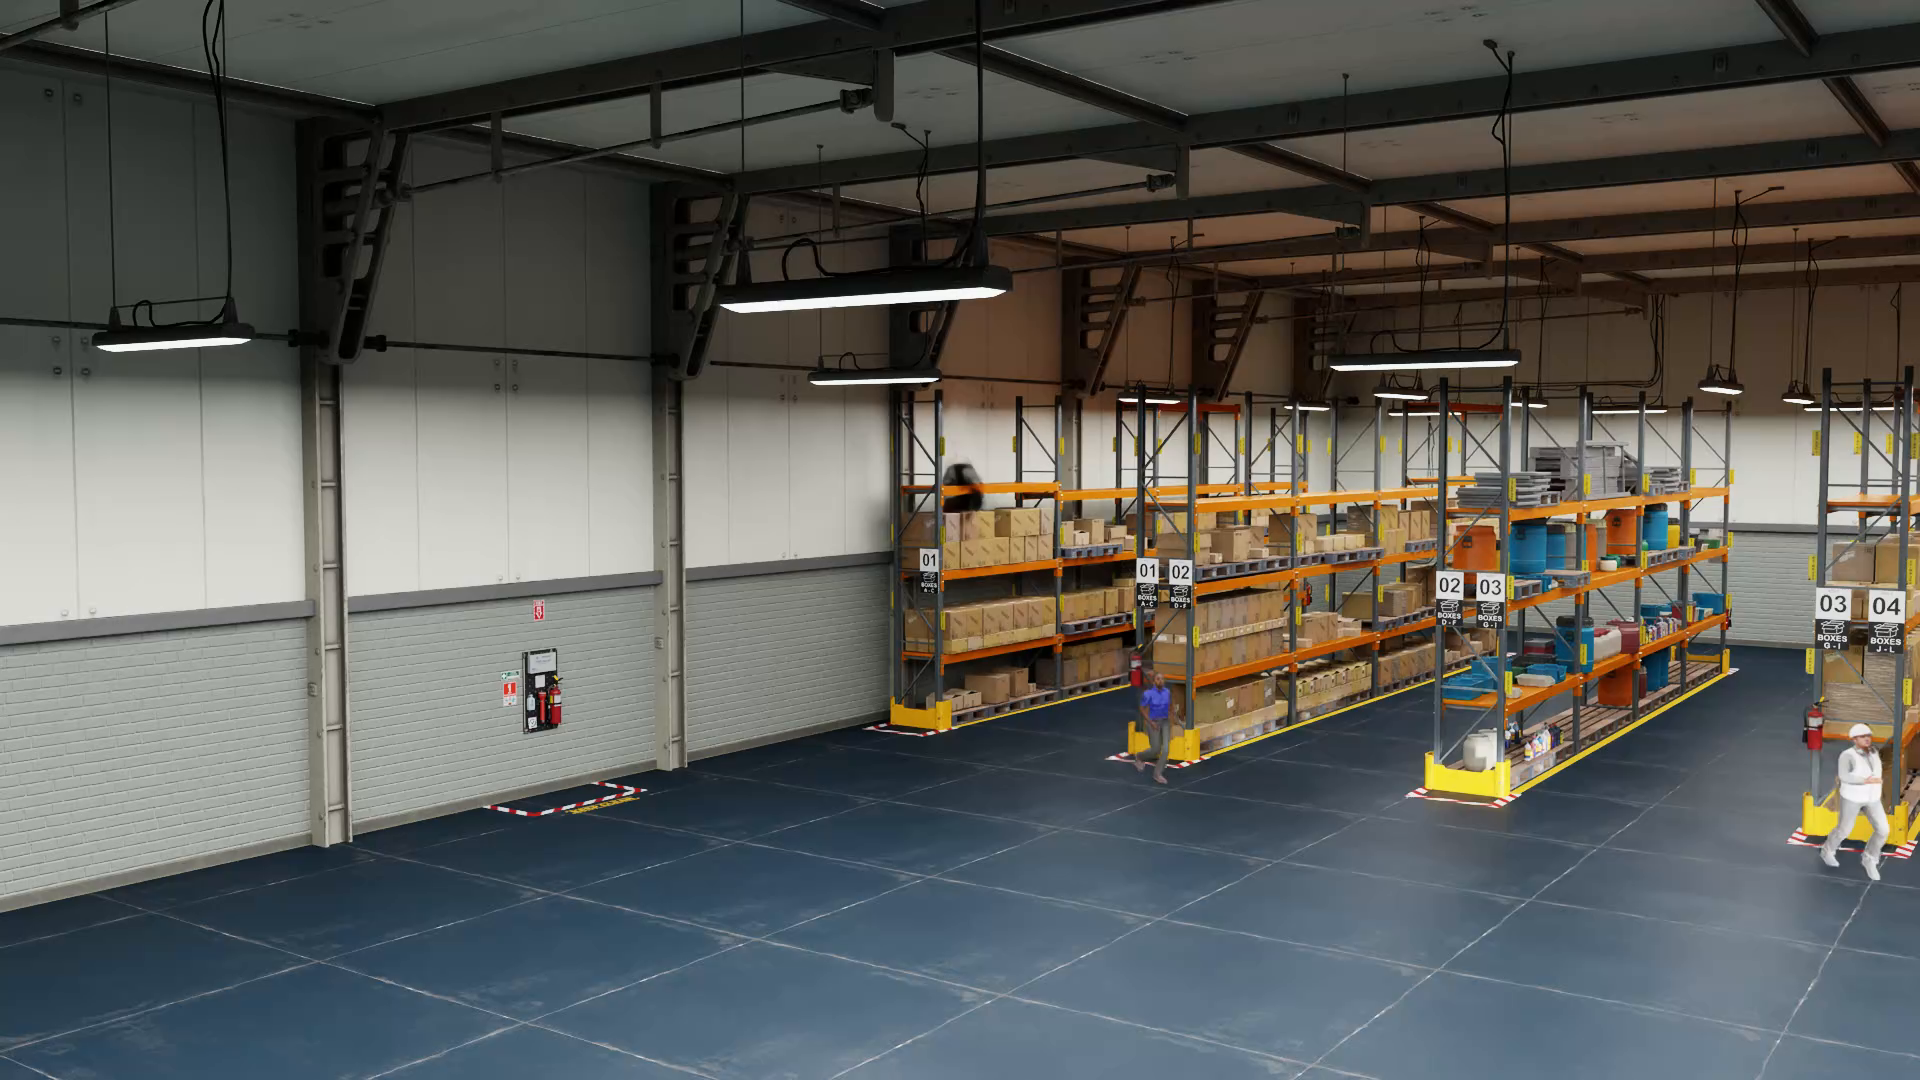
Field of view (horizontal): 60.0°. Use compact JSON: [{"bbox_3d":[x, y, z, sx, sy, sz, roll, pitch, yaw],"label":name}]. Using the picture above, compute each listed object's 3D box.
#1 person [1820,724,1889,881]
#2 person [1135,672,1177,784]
[{"bbox_3d":[10.477,3.030,19.368,0.662,1.809,0.886,0,3,-7],"label":"person"},{"bbox_3d":[2.939,2.775,24.792,0.578,1.633,0.617,-1,4,-24],"label":"person"}]
